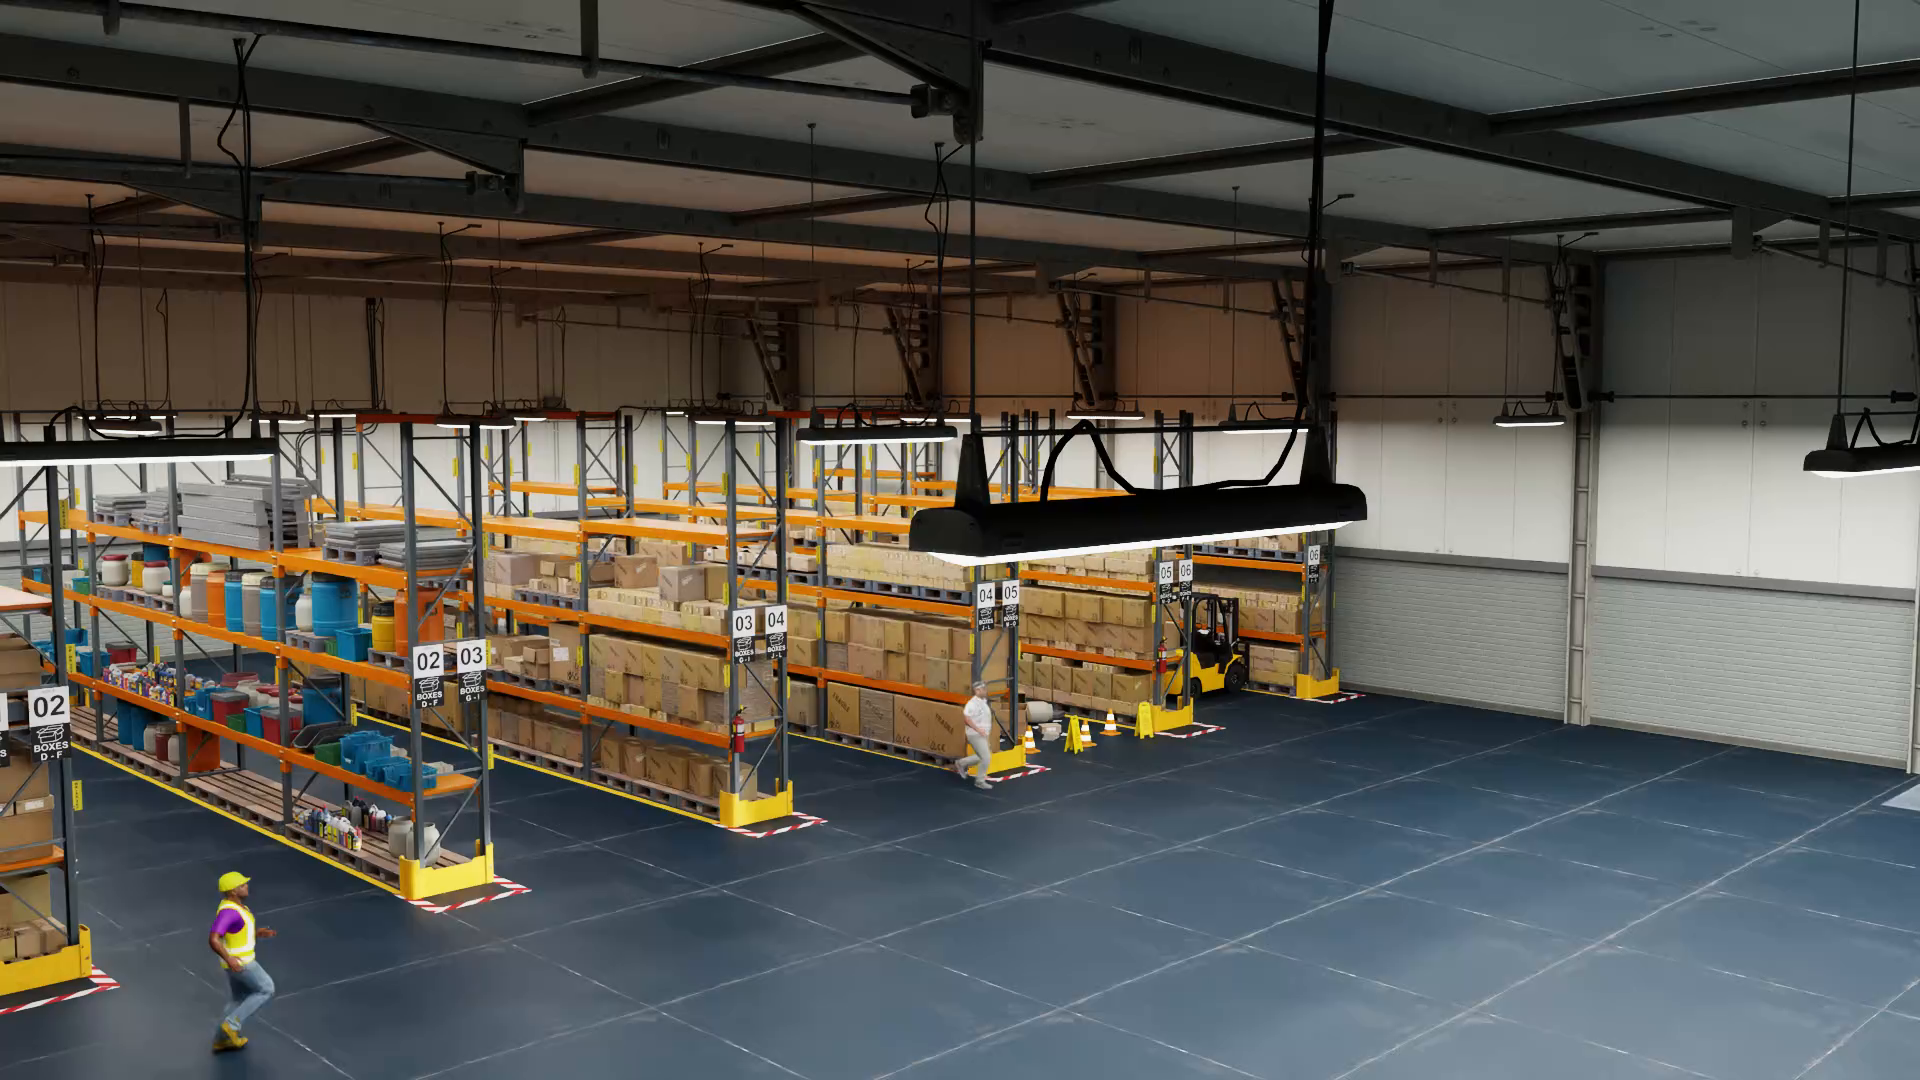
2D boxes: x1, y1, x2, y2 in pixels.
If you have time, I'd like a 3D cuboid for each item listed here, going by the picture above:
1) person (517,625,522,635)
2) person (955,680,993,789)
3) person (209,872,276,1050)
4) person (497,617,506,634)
[{"bbox_3d":[-8.849,2.587,33.334,0.706,1.764,0.638,4,7,42],"label":"person"},{"bbox_3d":[0.237,3.139,27.007,0.697,1.757,0.707,2,5,20],"label":"person"},{"bbox_3d":[-6.940,4.056,16.101,0.632,1.722,0.686,-3,6,-28],"label":"person"},{"bbox_3d":[-11.407,1.843,41.284,0.669,1.827,0.864,2,5,20],"label":"person"}]
